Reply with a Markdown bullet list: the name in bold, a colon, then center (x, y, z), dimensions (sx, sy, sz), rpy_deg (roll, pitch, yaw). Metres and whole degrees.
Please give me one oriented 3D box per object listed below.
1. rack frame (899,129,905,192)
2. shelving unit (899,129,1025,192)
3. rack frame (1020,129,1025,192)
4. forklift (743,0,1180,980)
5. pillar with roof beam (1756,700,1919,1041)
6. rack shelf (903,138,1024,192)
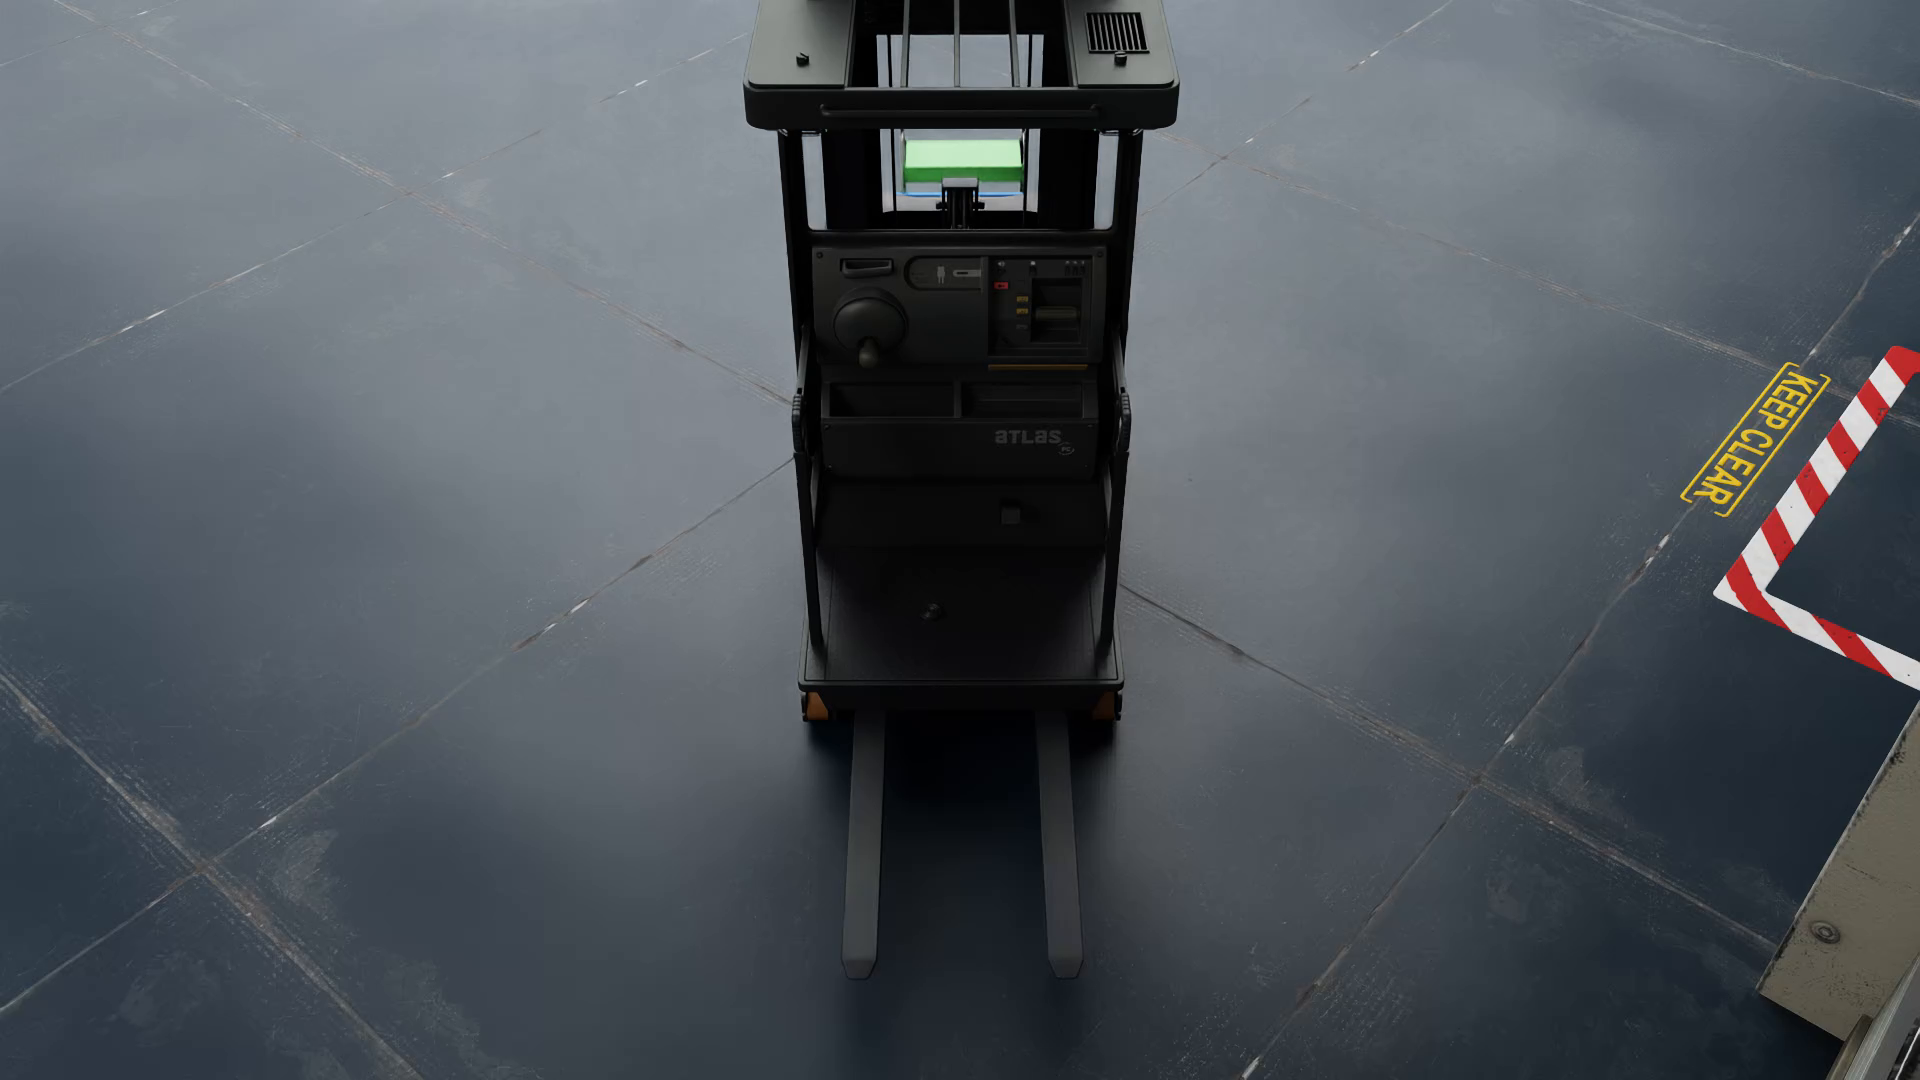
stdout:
- **rack frame**: center (-0.231, -1.171, 6.963), dimensions (0.015, 1.200, 0.240), rpy_deg (0, 38, -1)
- **shelving unit**: center (0.013, -1.173, 6.966), dimensions (0.503, 1.200, 0.258), rpy_deg (0, 38, -1)
- **rack frame**: center (0.257, -1.175, 6.968), dimensions (0.015, 1.200, 0.240), rpy_deg (0, 38, -1)
- **forklift**: center (0.002, -0.660, 5.128), dimensions (1.130, 2.935, 3.031), rpy_deg (0, 42, 0)
- **pillar with roof beam**: center (-0.626, -3.857, 4.133), dimensions (9.100, 9.000, 0.400), rpy_deg (29, 50, 28)
- **rack shelf**: center (0.013, -1.501, 6.709), dimensions (0.480, 0.148, 0.258), rpy_deg (0, 38, -1)
